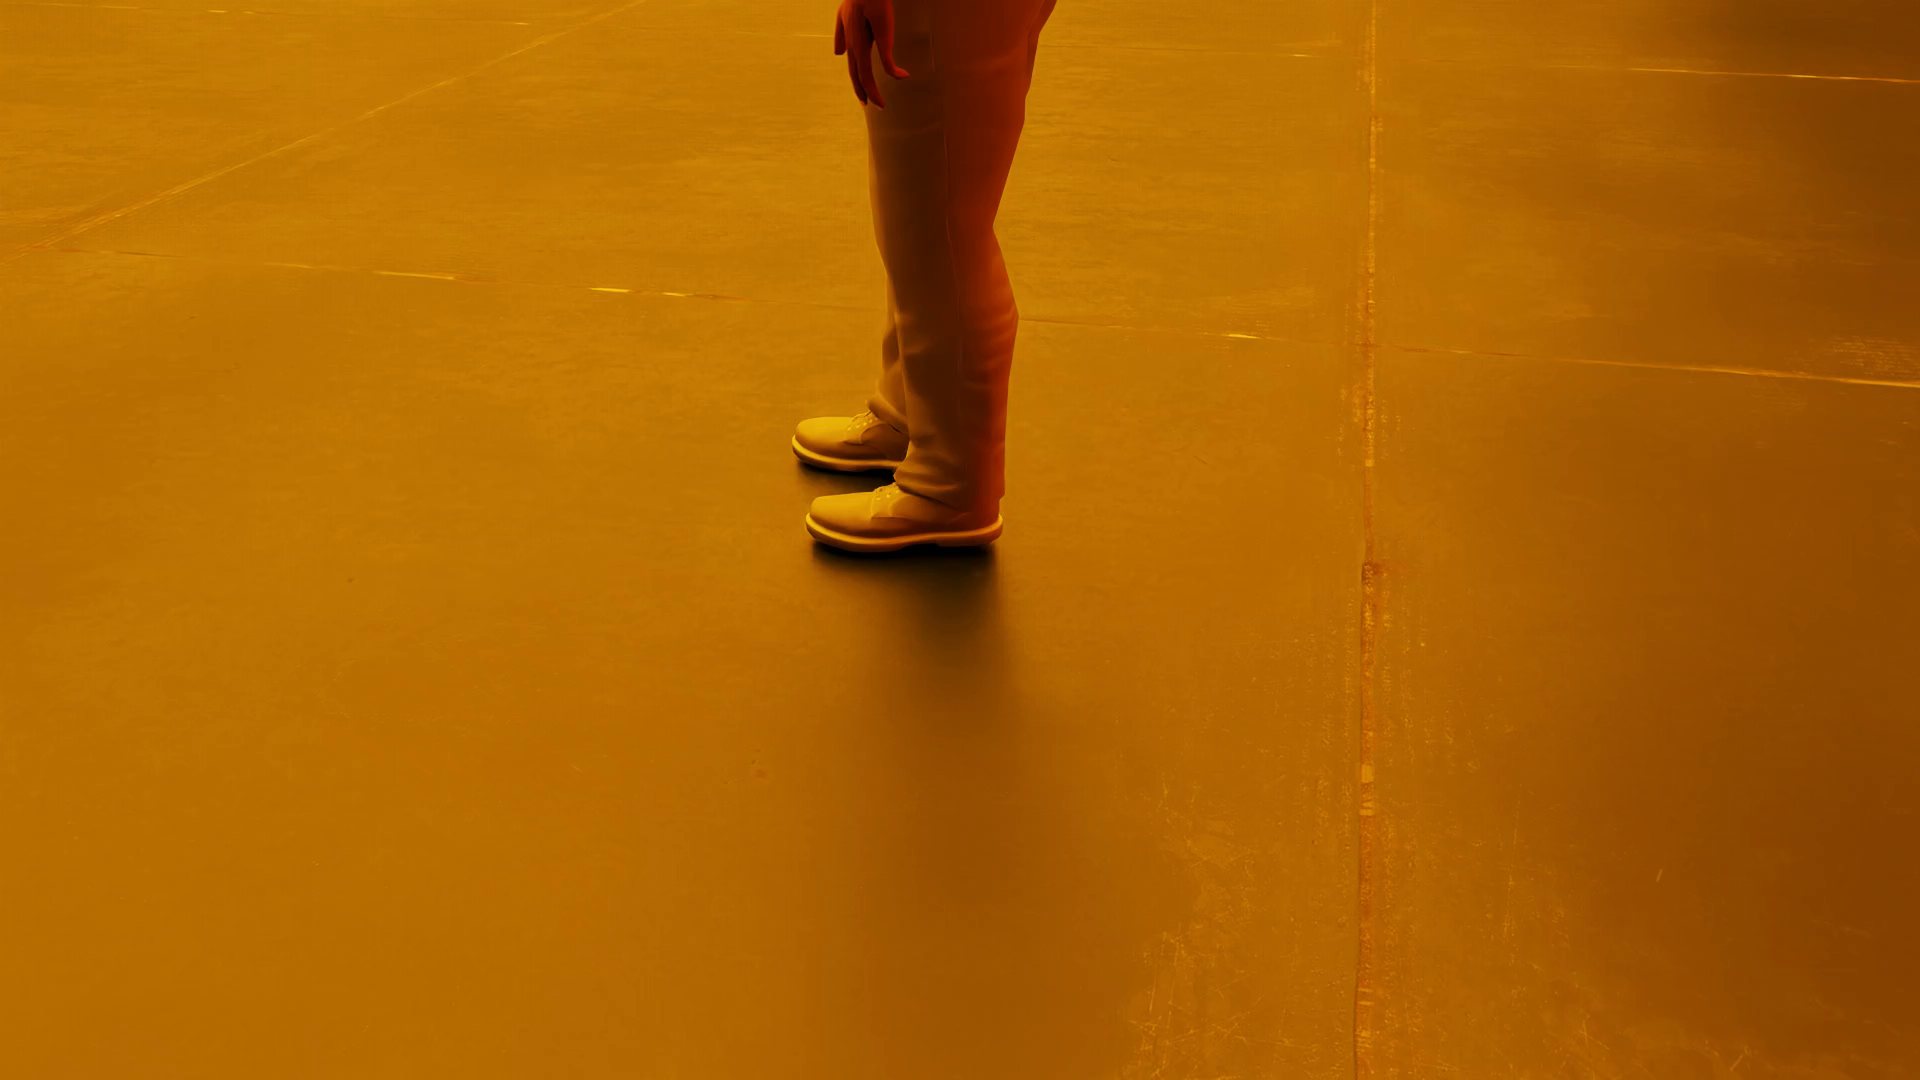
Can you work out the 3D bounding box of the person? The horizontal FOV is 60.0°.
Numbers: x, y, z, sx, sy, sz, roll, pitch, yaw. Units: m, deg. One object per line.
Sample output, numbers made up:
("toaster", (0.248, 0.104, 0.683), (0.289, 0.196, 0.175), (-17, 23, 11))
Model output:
("person", (-0.068, -0.779, 2.147), (0.530, 1.695, 0.569), (6, 27, 11))
